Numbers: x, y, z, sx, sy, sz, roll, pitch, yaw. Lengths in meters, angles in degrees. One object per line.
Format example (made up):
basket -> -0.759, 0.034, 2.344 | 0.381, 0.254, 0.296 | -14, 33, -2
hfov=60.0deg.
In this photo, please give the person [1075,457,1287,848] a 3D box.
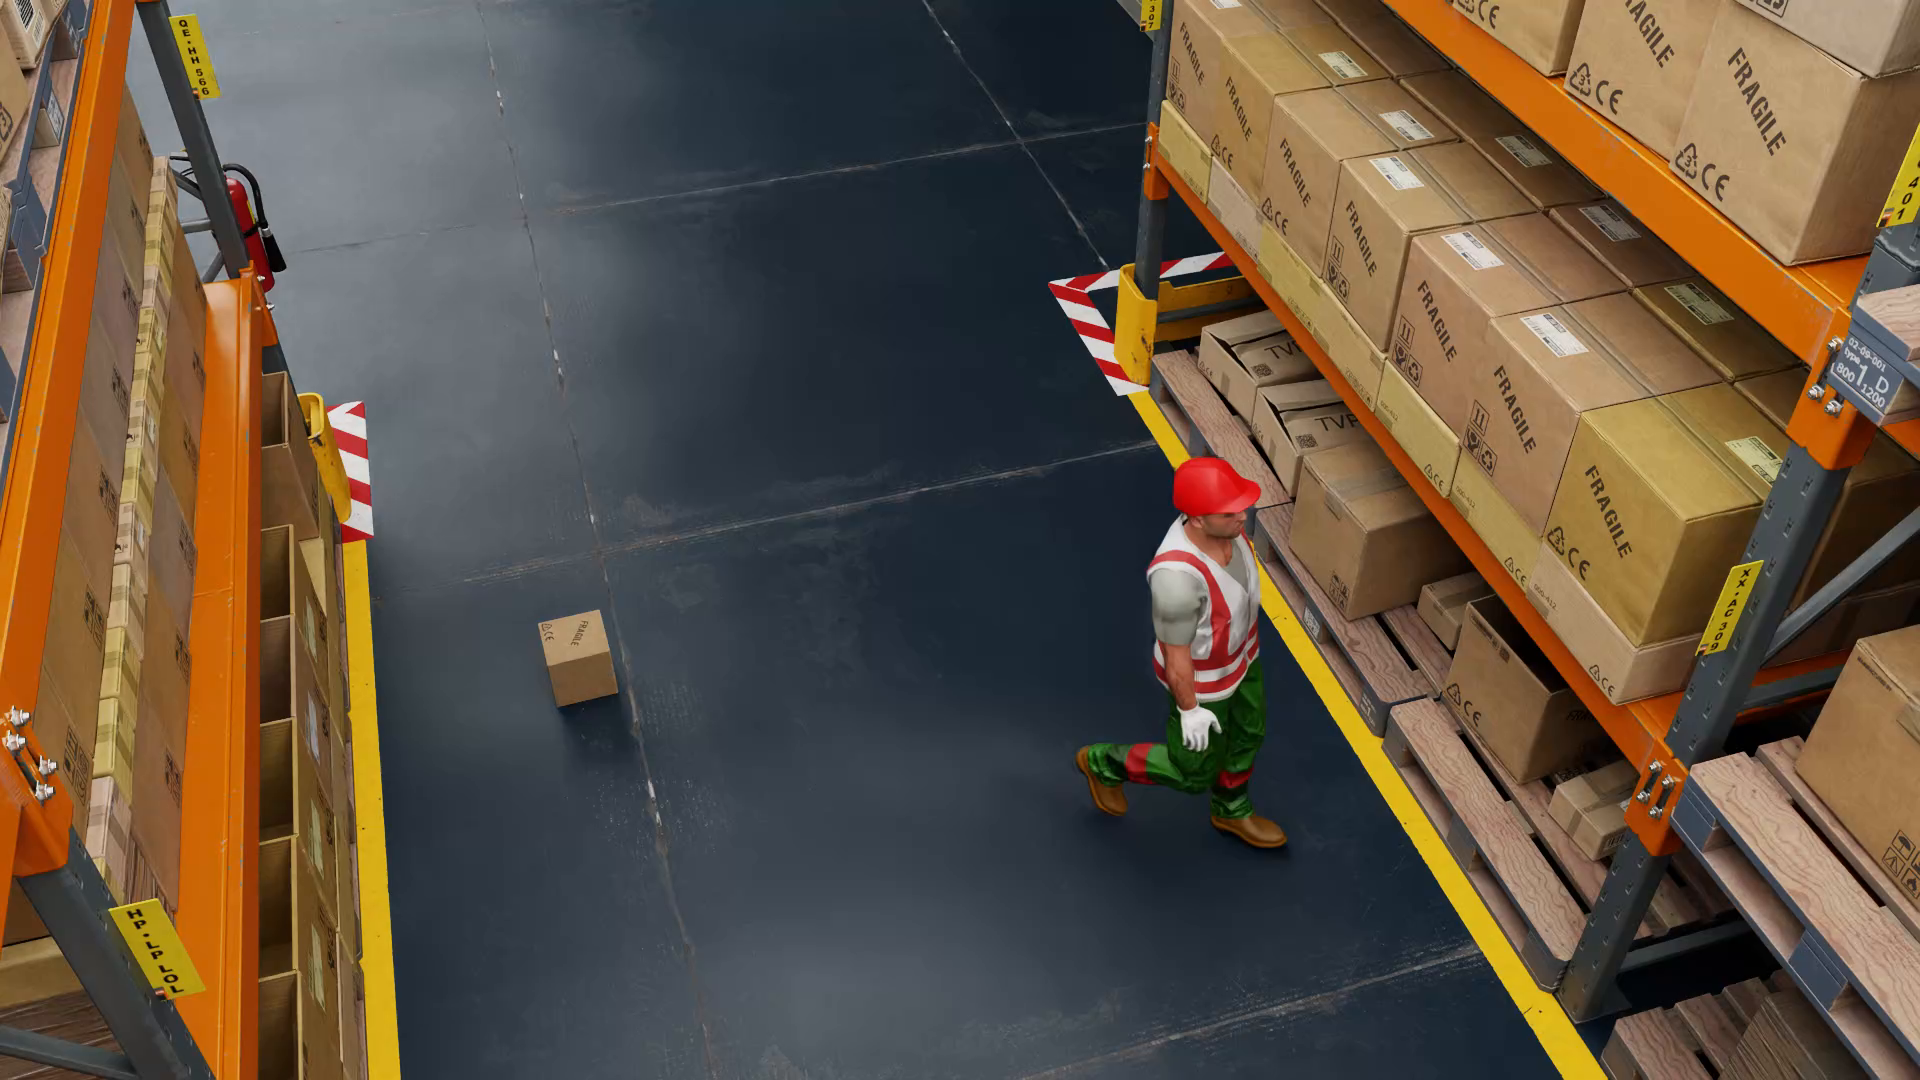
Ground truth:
person -> 0.812, 0.421, 5.665 | 0.780, 1.769, 0.543 | 23, 47, 23
